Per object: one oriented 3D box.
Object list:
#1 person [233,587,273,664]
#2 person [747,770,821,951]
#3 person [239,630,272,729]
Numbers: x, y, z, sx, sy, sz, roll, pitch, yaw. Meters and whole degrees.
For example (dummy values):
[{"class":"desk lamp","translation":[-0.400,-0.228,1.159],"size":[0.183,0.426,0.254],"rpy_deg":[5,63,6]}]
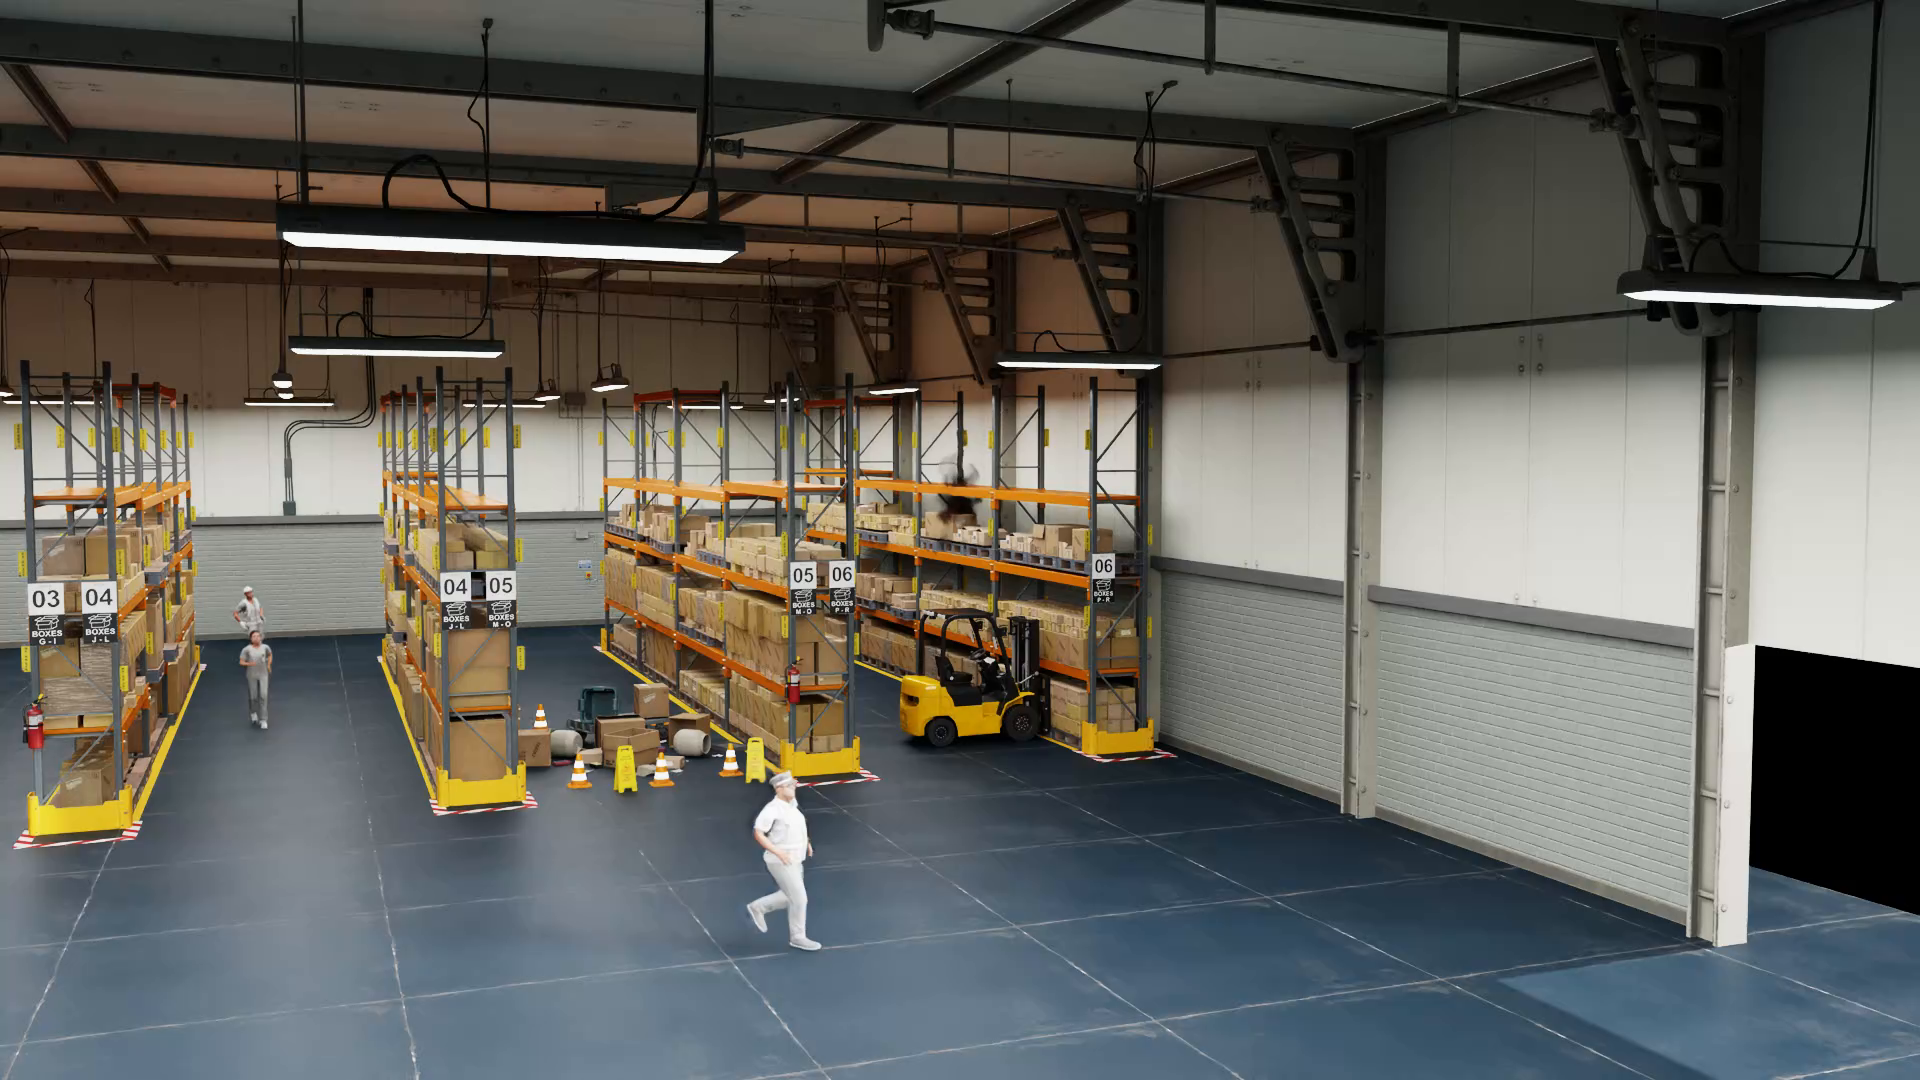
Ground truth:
[{"class":"person","translation":[-15.780,1.888,36.972],"size":[0.833,1.729,0.717],"rpy_deg":[2,4,27]},{"class":"person","translation":[-1.759,3.138,16.393],"size":[0.834,1.753,0.679],"rpy_deg":[1,4,17]},{"class":"person","translation":[-12.244,2.400,28.961],"size":[0.565,1.673,0.951],"rpy_deg":[-2,4,-30]}]
